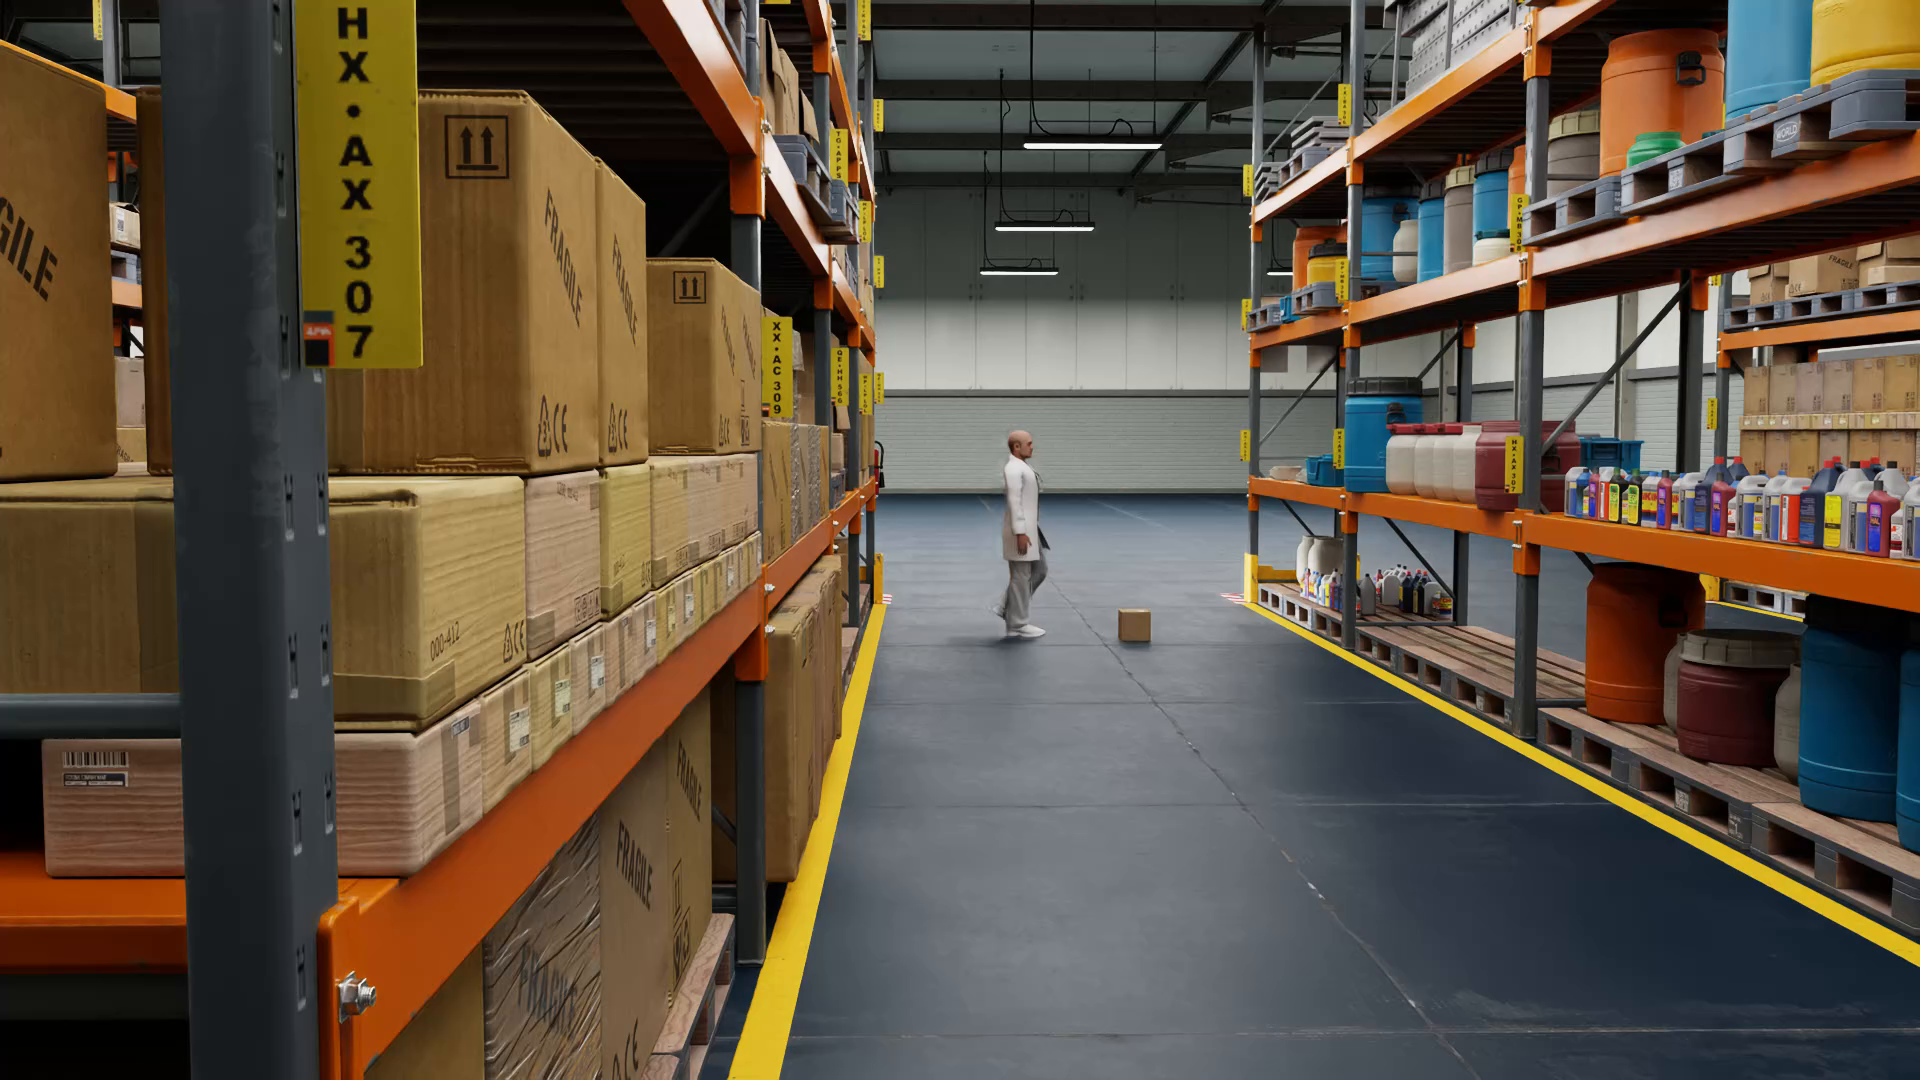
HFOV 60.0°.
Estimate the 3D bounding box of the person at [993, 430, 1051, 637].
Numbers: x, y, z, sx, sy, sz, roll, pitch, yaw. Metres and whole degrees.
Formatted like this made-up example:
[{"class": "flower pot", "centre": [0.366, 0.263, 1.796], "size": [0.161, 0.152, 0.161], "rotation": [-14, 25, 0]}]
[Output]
[{"class": "person", "centre": [0.533, -0.057, 14.328], "size": [0.479, 1.776, 0.650], "rotation": [1, 4, 9]}]
